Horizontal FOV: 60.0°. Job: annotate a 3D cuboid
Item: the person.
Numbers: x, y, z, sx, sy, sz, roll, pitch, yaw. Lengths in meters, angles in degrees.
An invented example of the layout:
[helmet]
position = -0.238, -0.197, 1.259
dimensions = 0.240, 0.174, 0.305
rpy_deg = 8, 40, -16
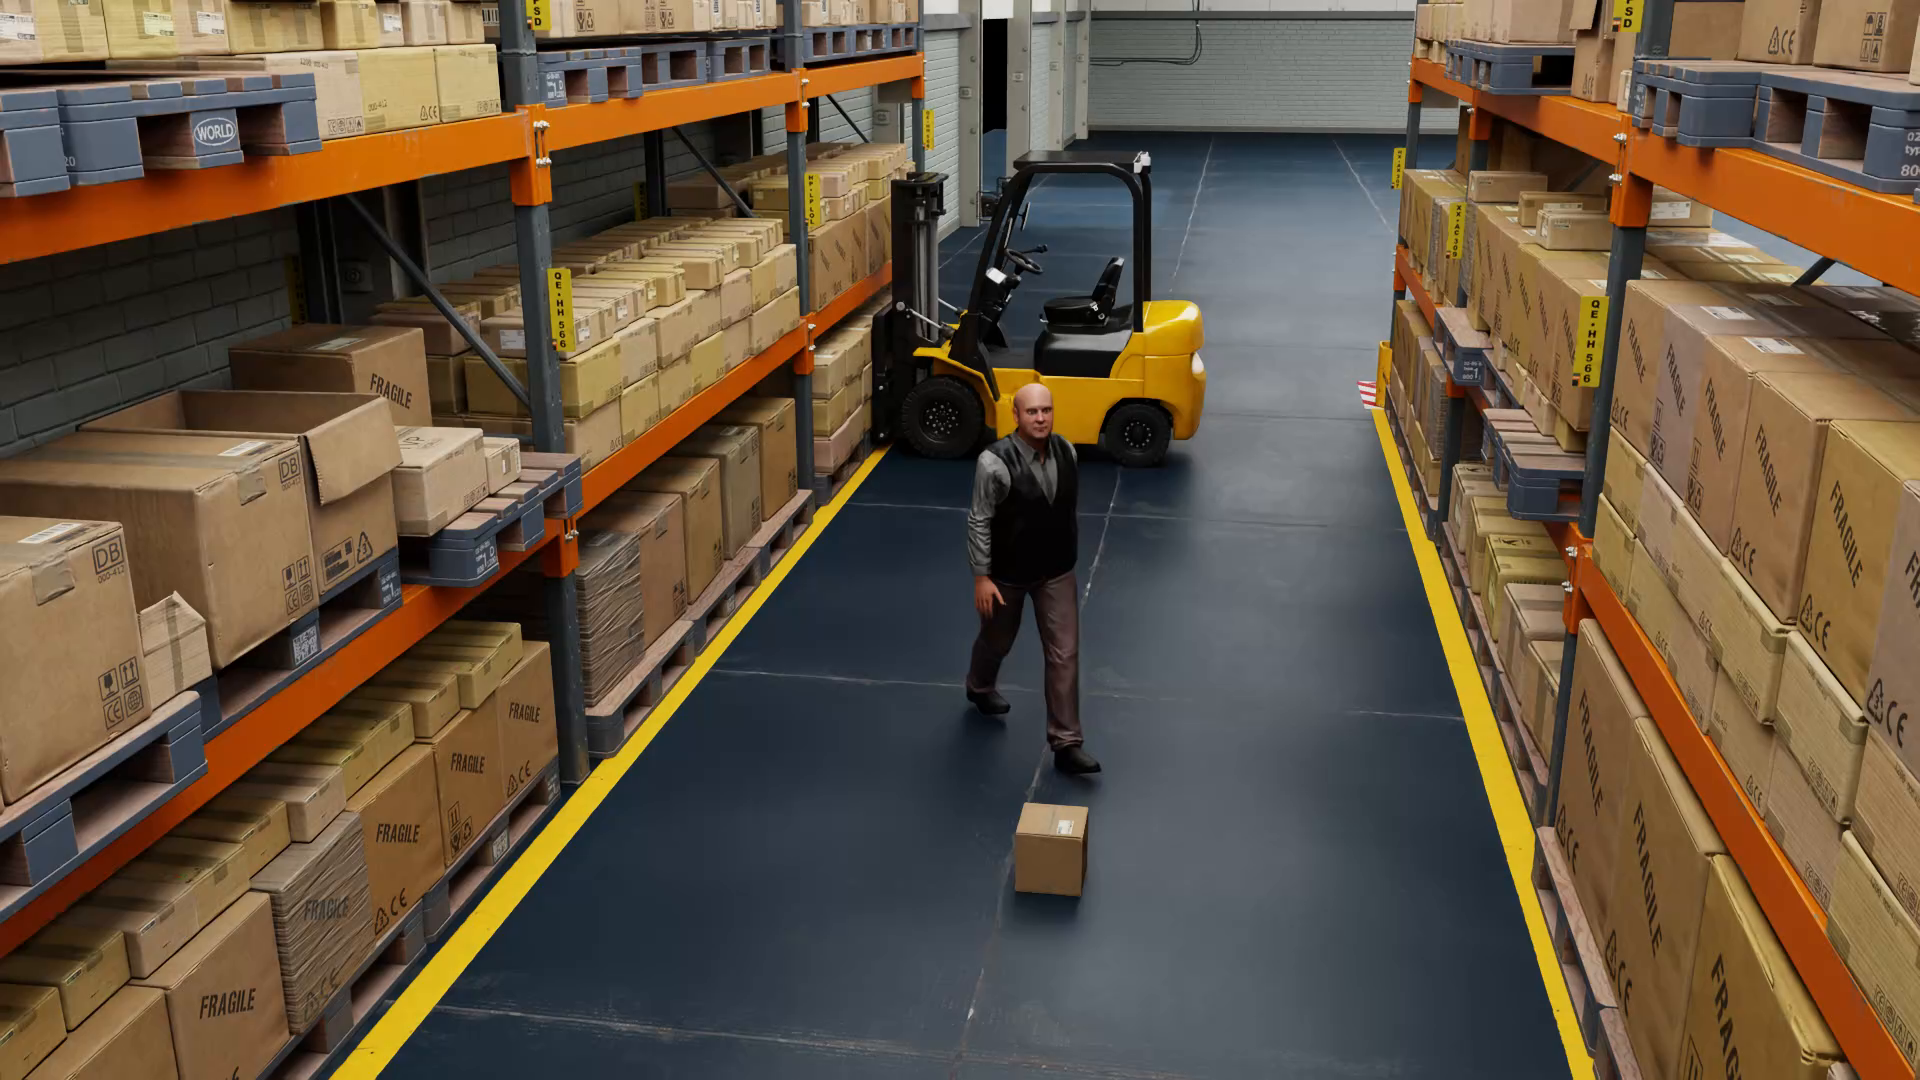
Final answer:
[person]
position = 0.276, 0.131, 7.239
dimensions = 0.553, 1.676, 1.033
rpy_deg = -7, 19, -20
